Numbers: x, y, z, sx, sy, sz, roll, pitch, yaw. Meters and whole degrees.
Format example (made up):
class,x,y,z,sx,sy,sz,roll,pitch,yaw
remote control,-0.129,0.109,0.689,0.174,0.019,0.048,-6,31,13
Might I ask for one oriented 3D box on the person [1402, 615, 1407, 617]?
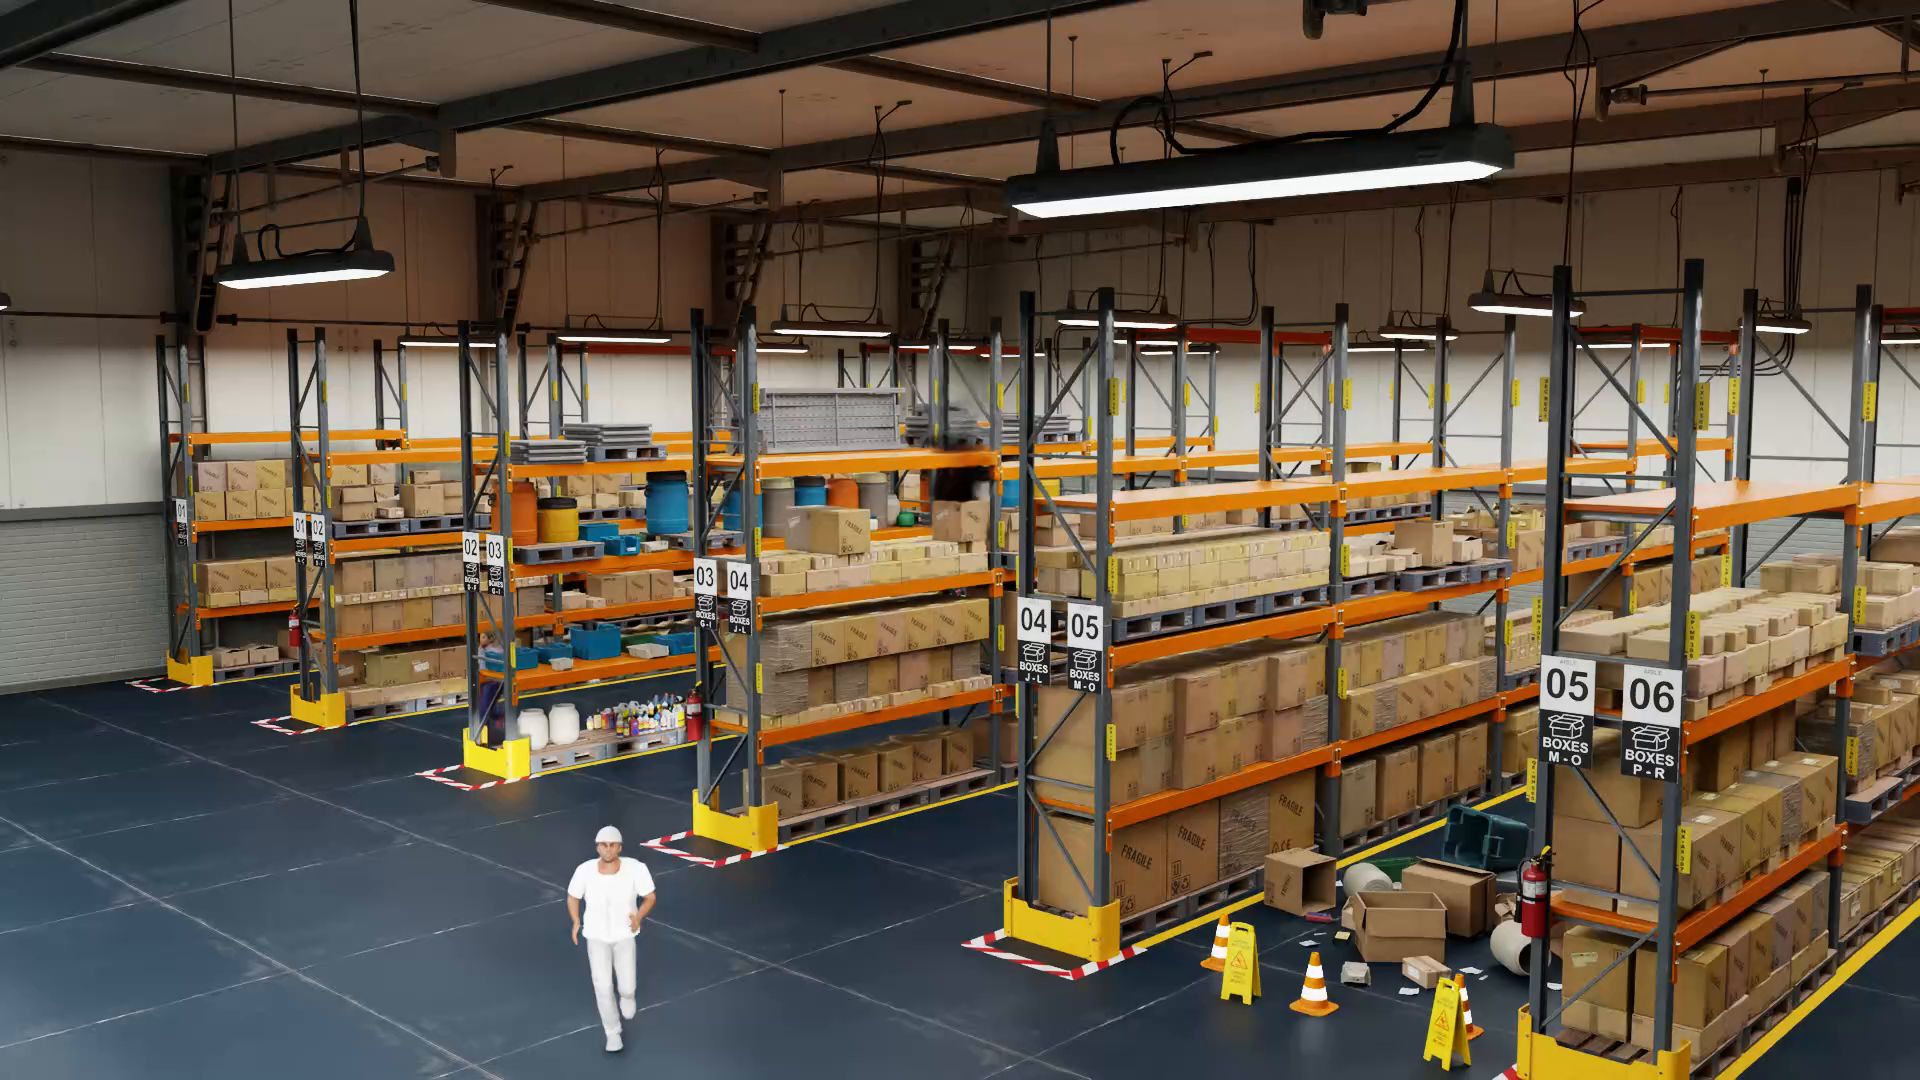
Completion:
class,x,y,z,sx,sy,sz,roll,pitch,yaw
person,6.741,1.976,25.188,0.561,1.678,0.620,5,7,40

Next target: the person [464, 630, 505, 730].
class,x,y,z,sx,sy,sz,roll,pitch,yaw
person,-6.803,2.101,23.936,0.609,1.622,0.886,3,6,25

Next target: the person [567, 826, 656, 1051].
class,x,y,z,sx,sy,sz,roll,pitch,yaw
person,-2.734,3.082,13.051,0.696,1.724,0.671,-1,5,-7
